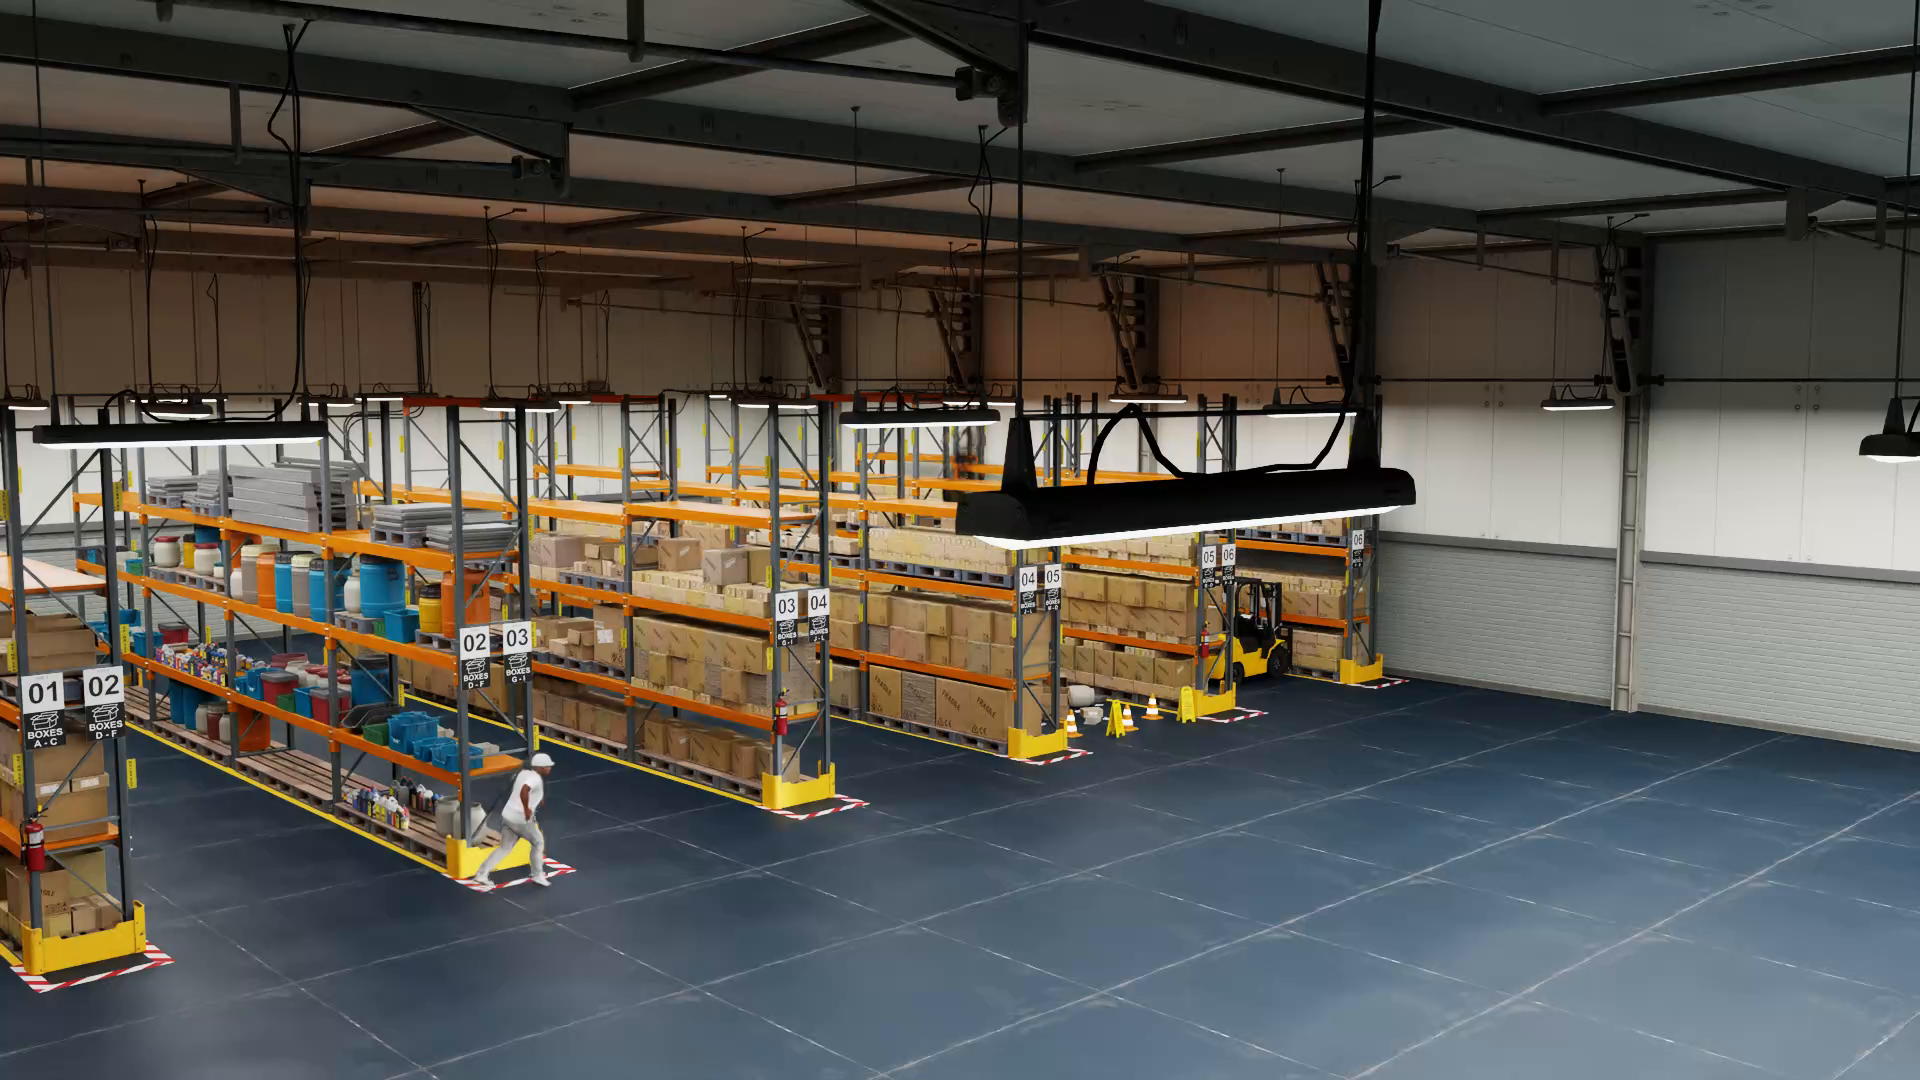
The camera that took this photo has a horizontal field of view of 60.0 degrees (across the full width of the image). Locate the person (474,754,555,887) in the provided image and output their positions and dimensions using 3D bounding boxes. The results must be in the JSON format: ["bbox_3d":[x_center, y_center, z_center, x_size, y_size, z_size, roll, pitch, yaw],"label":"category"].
[{"bbox_3d":[-5.506,3.533,20.579,1.056,1.713,0.747,-4,7,-33],"label":"person"}]

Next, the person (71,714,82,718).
[{"bbox_3d":[-14.615,2.850,27.032,0.897,1.761,0.653,5,7,40],"label":"person"}]
